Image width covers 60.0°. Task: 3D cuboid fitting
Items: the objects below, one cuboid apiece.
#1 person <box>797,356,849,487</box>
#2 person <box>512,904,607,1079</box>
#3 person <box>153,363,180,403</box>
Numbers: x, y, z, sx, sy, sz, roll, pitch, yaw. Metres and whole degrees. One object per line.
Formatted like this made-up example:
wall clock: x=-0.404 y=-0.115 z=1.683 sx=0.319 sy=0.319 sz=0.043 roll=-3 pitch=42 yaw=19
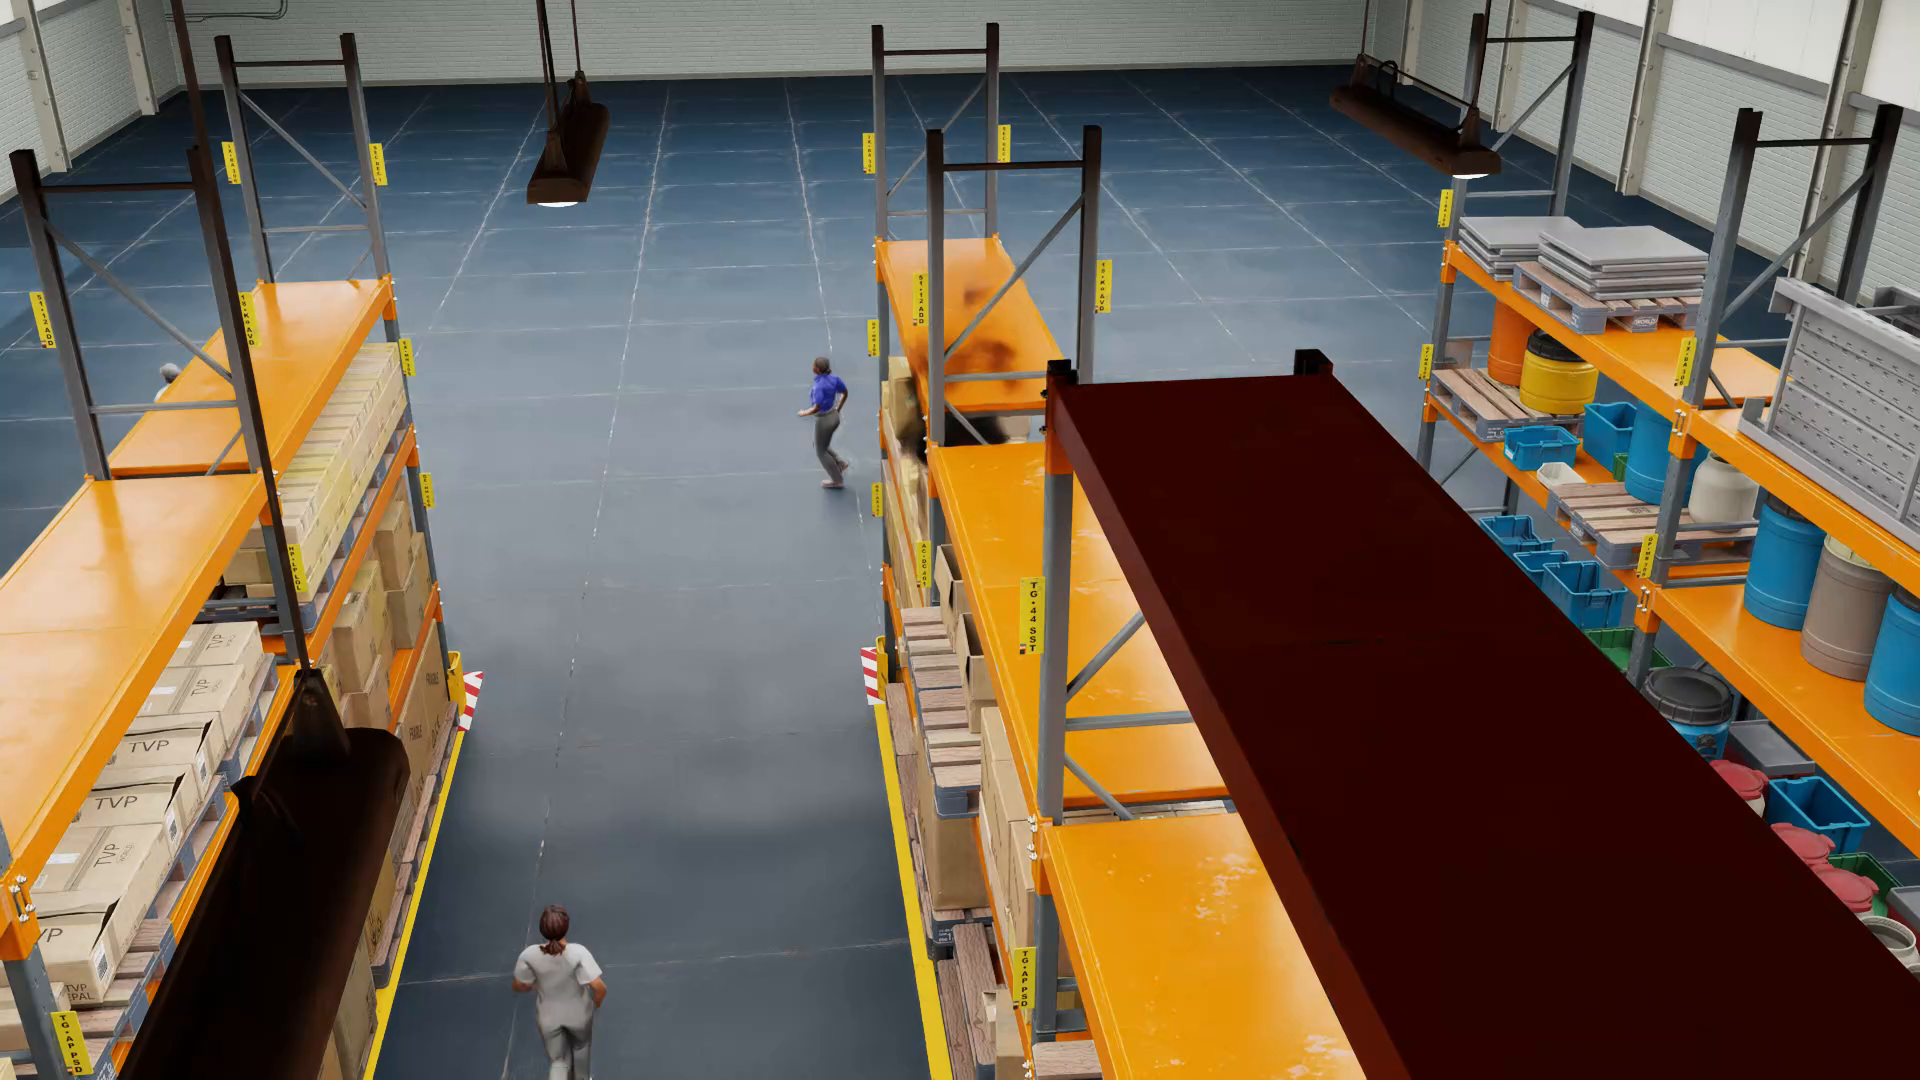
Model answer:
person: x=-1.617 y=-1.387 z=19.554 sx=0.544 sy=1.609 sz=0.588 roll=10 pitch=27 yaw=20
person: x=-2.456 y=2.998 z=10.324 sx=0.579 sy=1.667 sz=0.850 roll=-3 pitch=26 yaw=-7
person: x=-8.942 y=-1.248 z=19.151 sx=0.921 sy=1.657 sz=0.605 roll=20 pitch=32 yaw=36
